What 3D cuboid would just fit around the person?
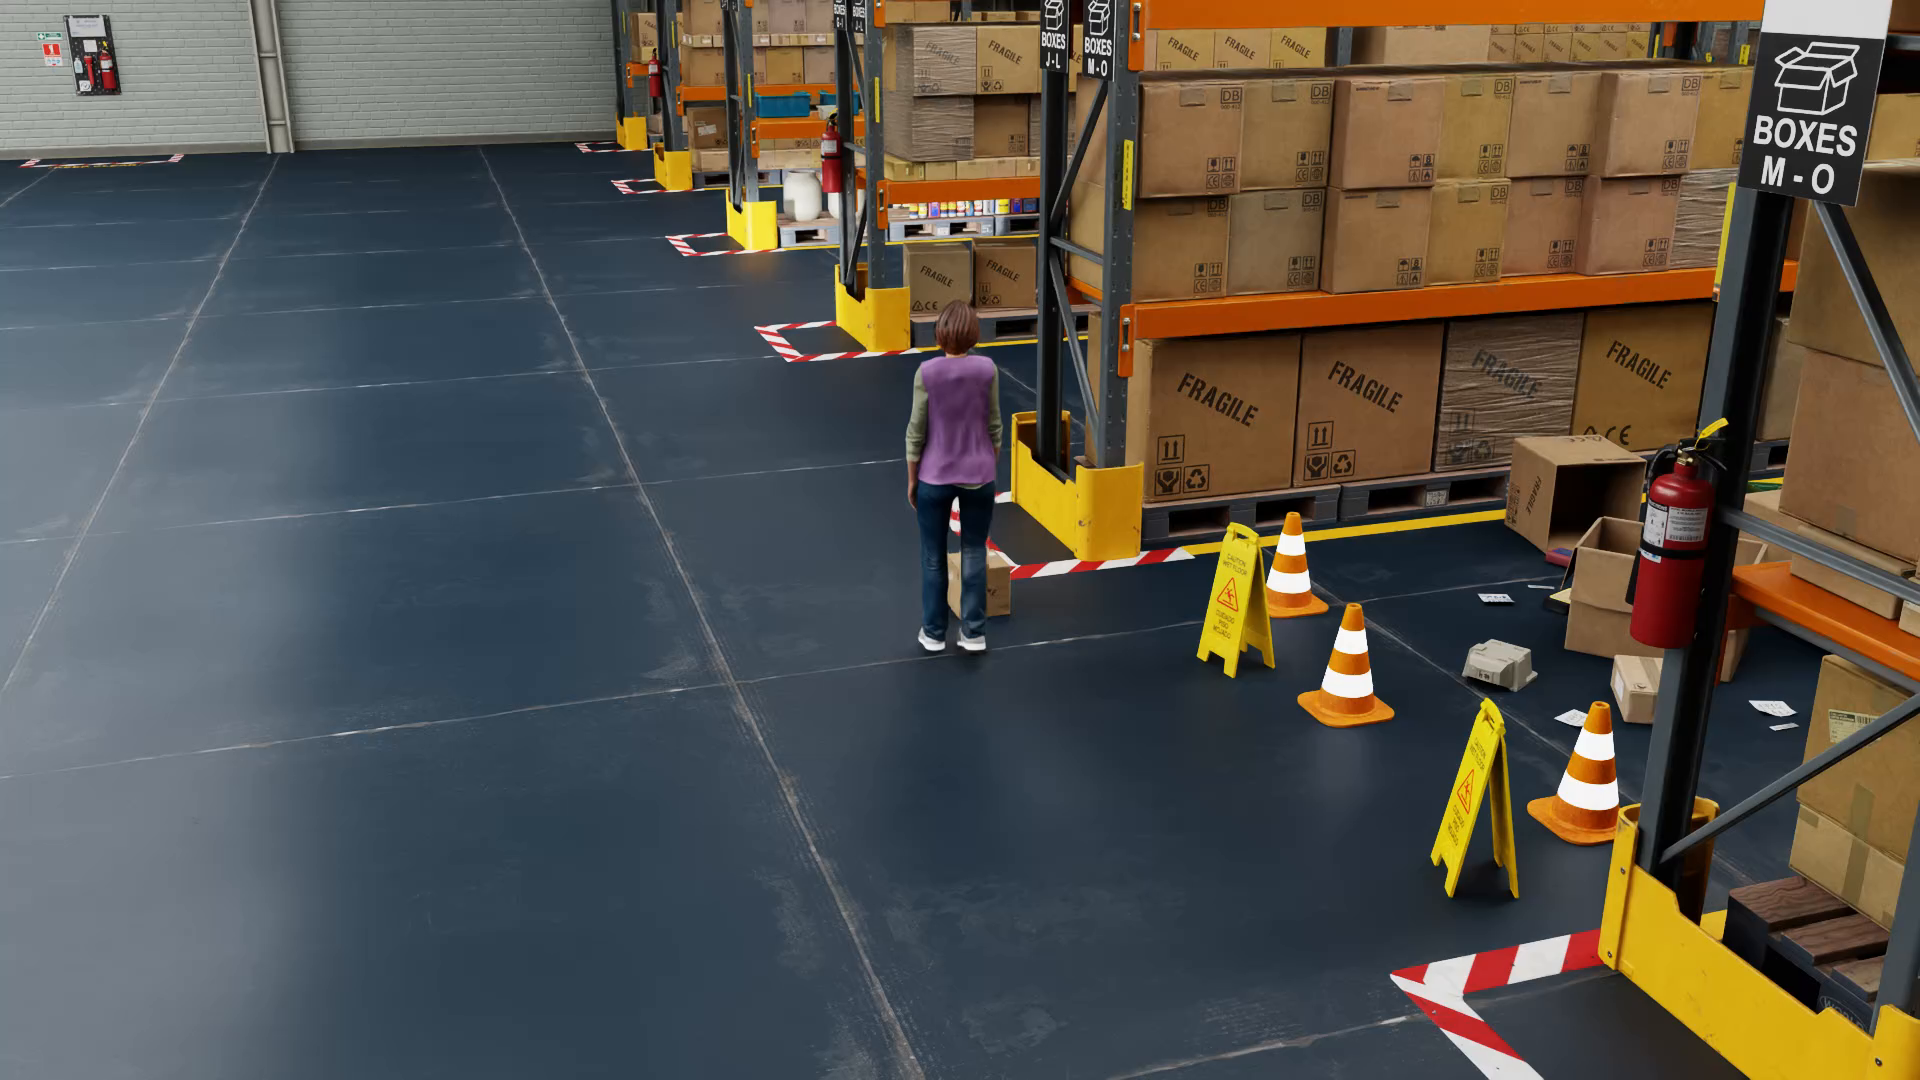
[{"bbox_3d":[-0.019,-0.273,7.310,0.436,1.605,0.397,-2,20,-6],"label":"person"}]
